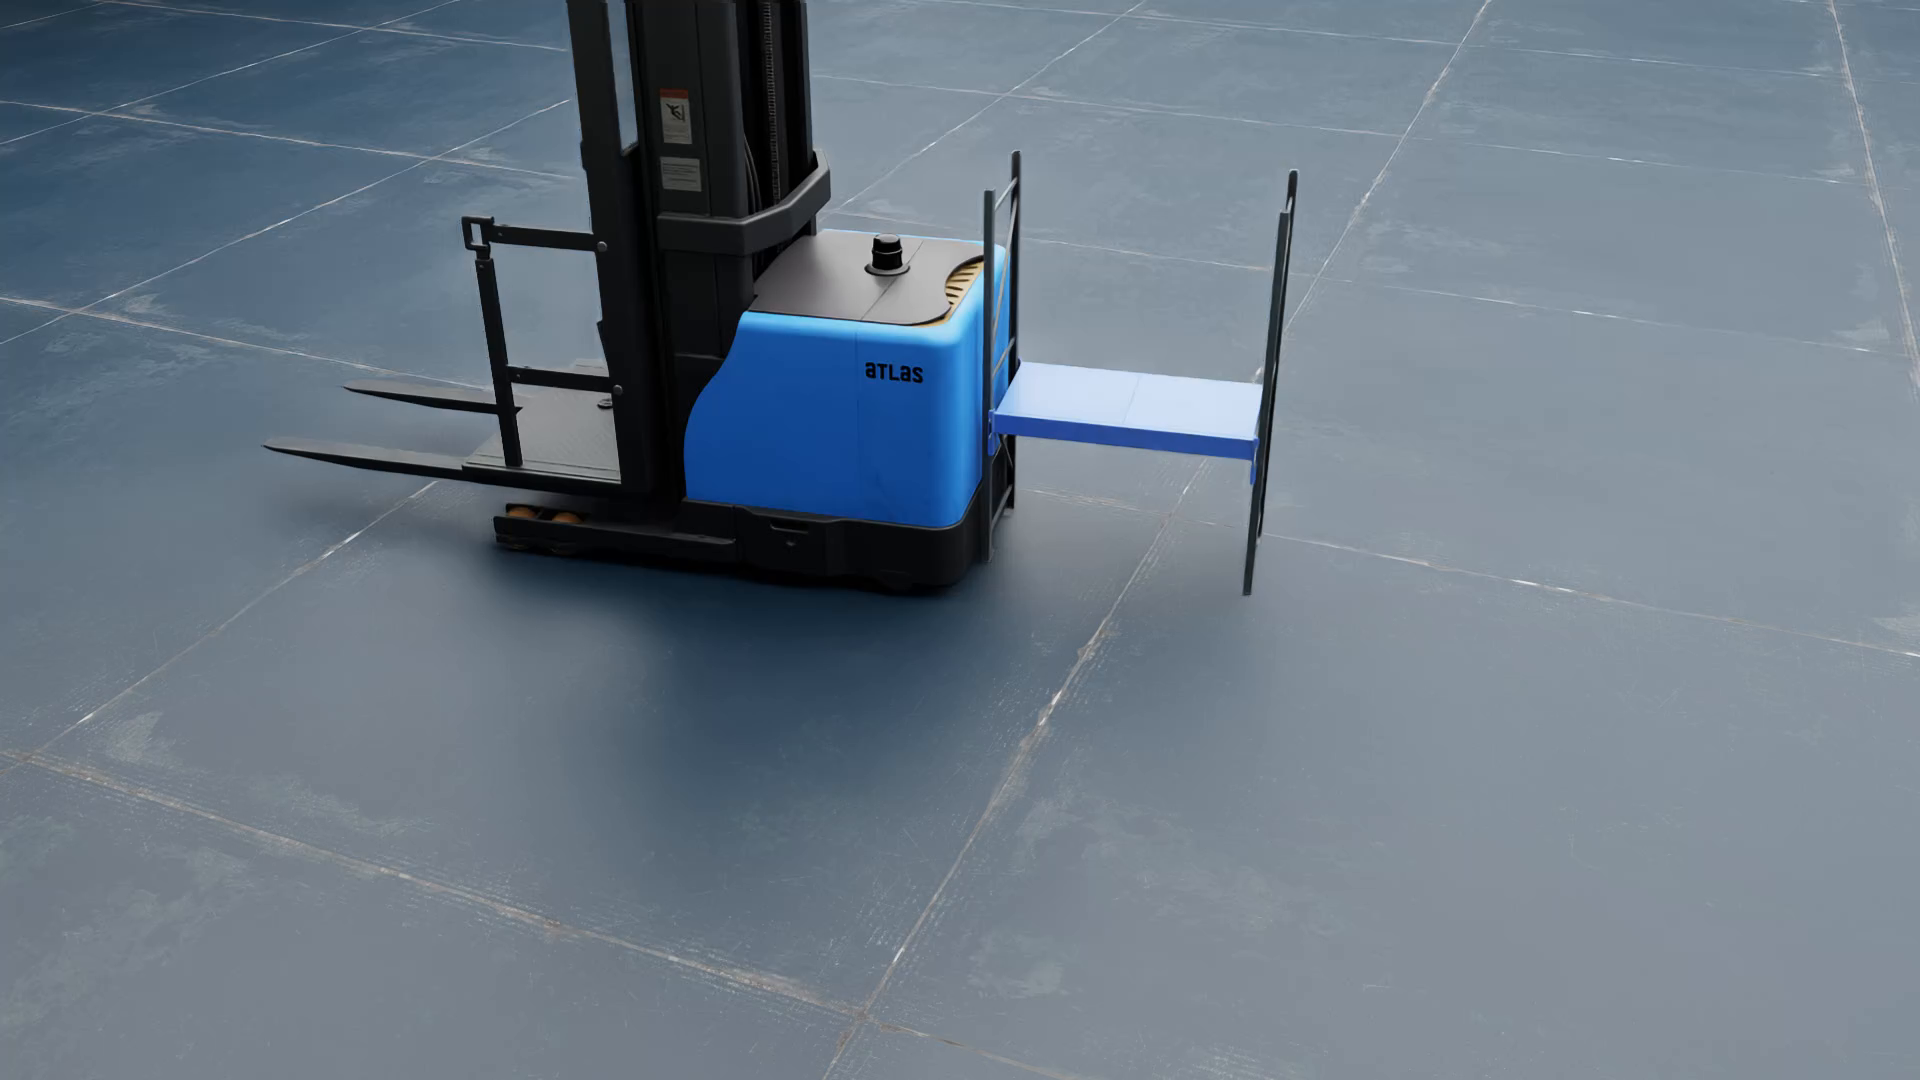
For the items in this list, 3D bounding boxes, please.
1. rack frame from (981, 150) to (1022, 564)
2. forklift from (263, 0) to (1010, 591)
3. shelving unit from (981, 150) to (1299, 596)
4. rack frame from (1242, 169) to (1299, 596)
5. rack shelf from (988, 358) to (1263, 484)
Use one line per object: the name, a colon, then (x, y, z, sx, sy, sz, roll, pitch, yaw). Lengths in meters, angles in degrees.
rack frame: (0.157, -0.680, 6.354, 0.032, 1.500, 0.500, 7, 30, 12)
forklift: (-1.356, -1.459, 6.277, 3.031, 2.935, 1.130, 7, 30, 12)
shelving unit: (0.651, -0.621, 6.249, 1.048, 1.500, 0.538, 7, 30, 12)
rack frame: (1.145, -0.561, 6.144, 0.032, 1.500, 0.500, 7, 30, 12)
rack shelf: (0.651, -0.464, 6.337, 1.000, 0.185, 0.538, 7, 30, 12)
